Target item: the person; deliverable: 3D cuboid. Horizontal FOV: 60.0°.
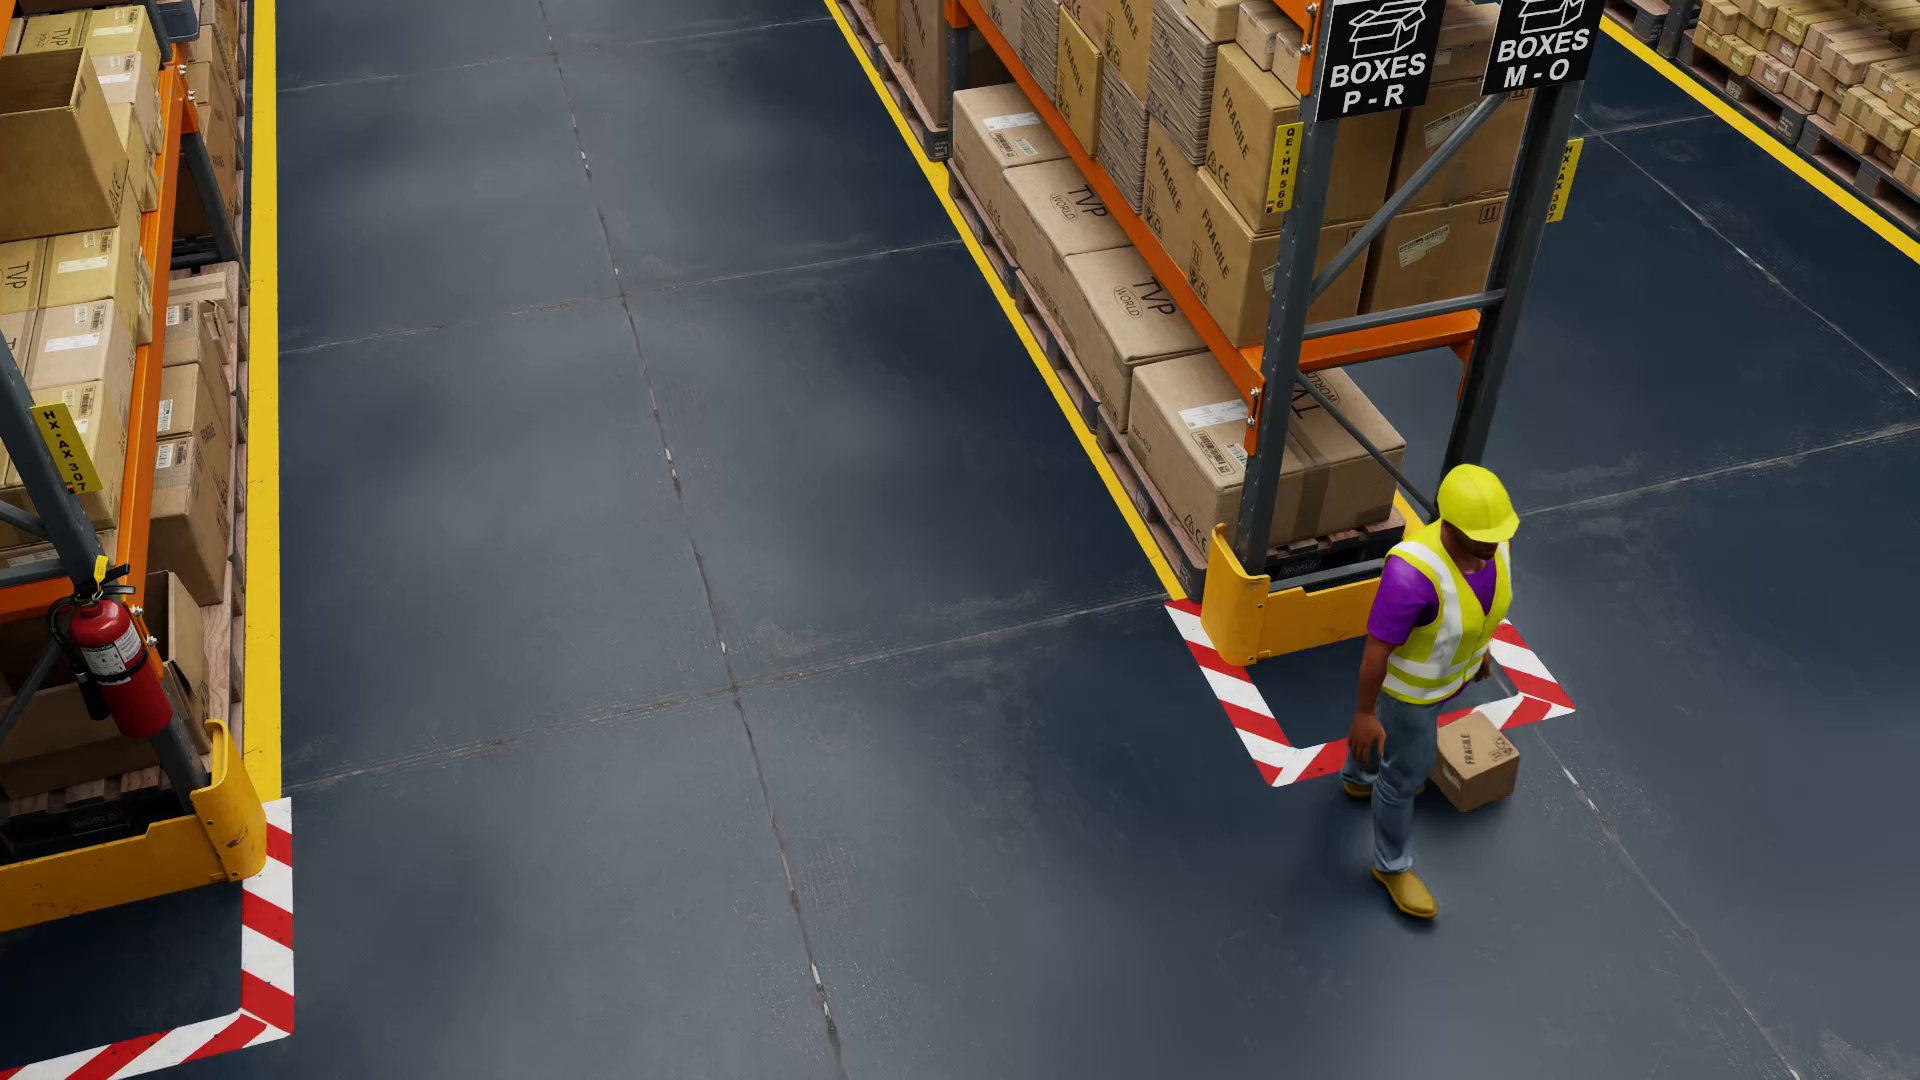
[{"bbox_3d":[1.578,0.510,5.580,0.636,1.769,0.632,-22,46,-23],"label":"person"}]
